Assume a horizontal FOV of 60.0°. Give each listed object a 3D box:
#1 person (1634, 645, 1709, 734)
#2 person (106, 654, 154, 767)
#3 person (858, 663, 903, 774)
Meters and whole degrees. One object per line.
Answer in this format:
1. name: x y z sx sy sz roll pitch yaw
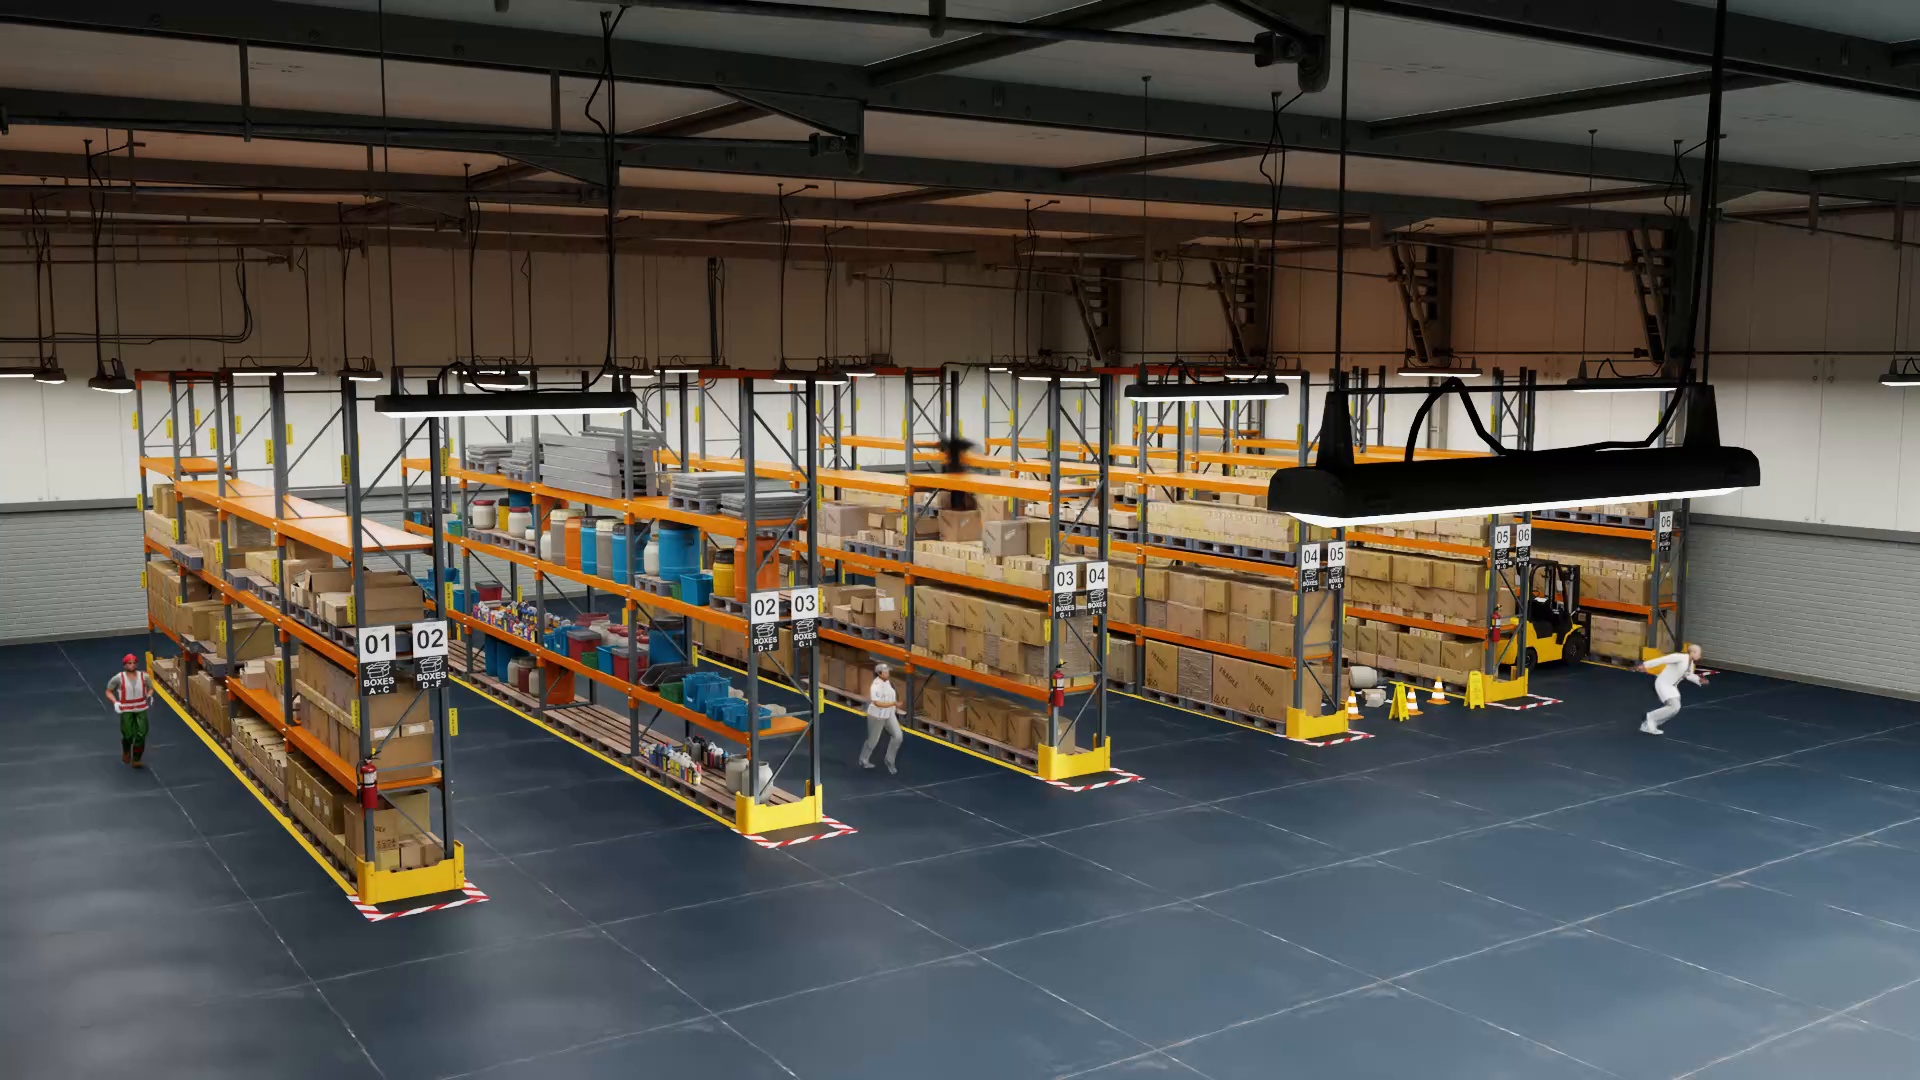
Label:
1. person: 11.761 2.467 27.402 0.734 1.541 1.057 -6 9 -45
2. person: -12.593 2.608 25.313 0.654 1.744 0.587 -5 8 -37
3. person: -1.180 2.694 25.041 0.805 1.711 0.550 5 8 36
